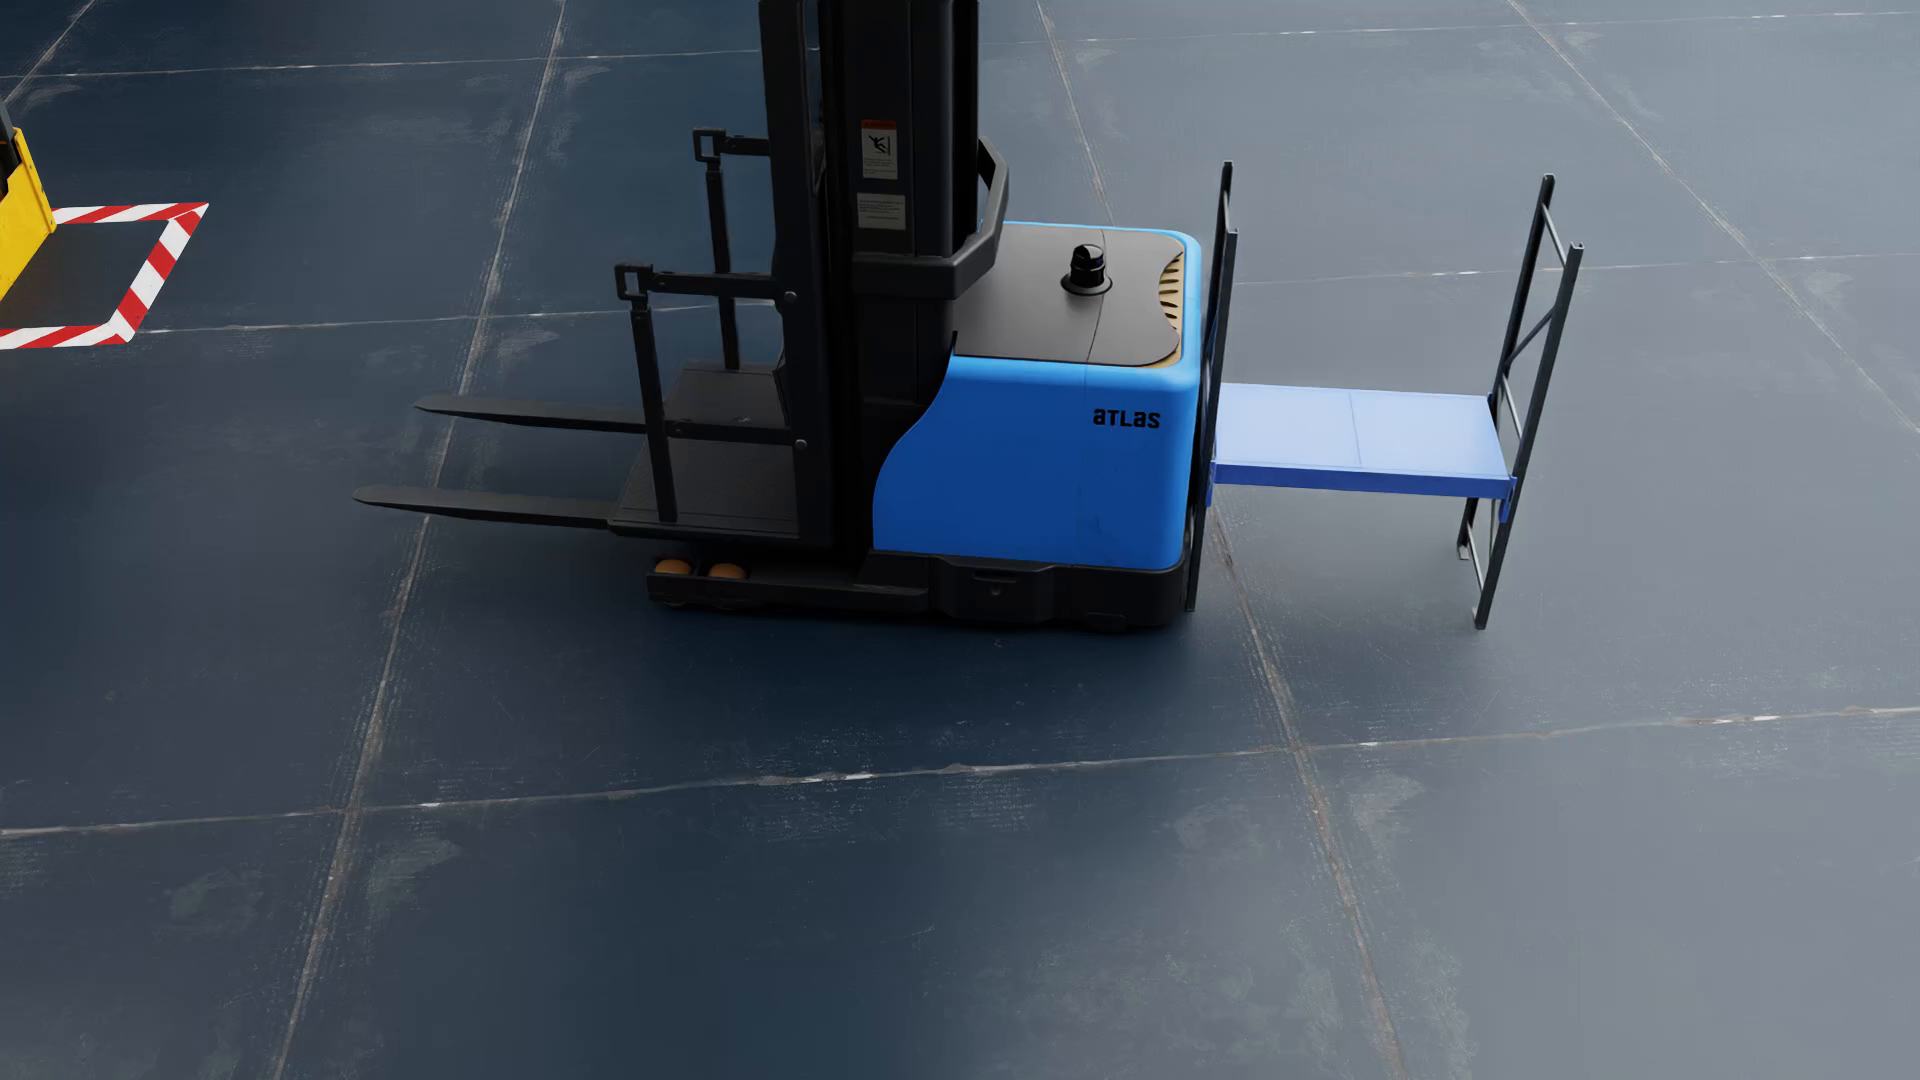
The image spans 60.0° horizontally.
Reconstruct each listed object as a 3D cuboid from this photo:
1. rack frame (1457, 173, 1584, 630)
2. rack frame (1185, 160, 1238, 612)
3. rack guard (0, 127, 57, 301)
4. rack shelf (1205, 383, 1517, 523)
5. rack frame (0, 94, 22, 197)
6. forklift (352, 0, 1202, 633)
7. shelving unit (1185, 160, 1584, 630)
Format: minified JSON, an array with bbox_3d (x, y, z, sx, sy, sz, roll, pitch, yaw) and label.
[{"bbox_3d":[1.856,-0.428,5.581,0.032,1.500,0.500,3,38,4],"label":"rack frame"},{"bbox_3d":[0.844,-0.487,5.657,0.032,1.500,0.500,3,38,4],"label":"rack frame"},{"bbox_3d":[-4.585,-1.408,7.631,0.348,0.500,1.175,-3,38,-4],"label":"rack guard"},{"bbox_3d":[1.350,-0.316,5.730,1.000,0.185,0.538,3,38,4],"label":"rack shelf"},{"bbox_3d":[-4.514,-2.423,6.899,0.127,3.000,1.000,-3,38,-4],"label":"rack frame"},{"bbox_3d":[-0.685,-1.222,5.433,3.031,2.935,1.130,4,38,5],"label":"forklift"},{"bbox_3d":[1.350,-0.457,5.619,1.048,1.500,0.538,3,38,4],"label":"shelving unit"}]
